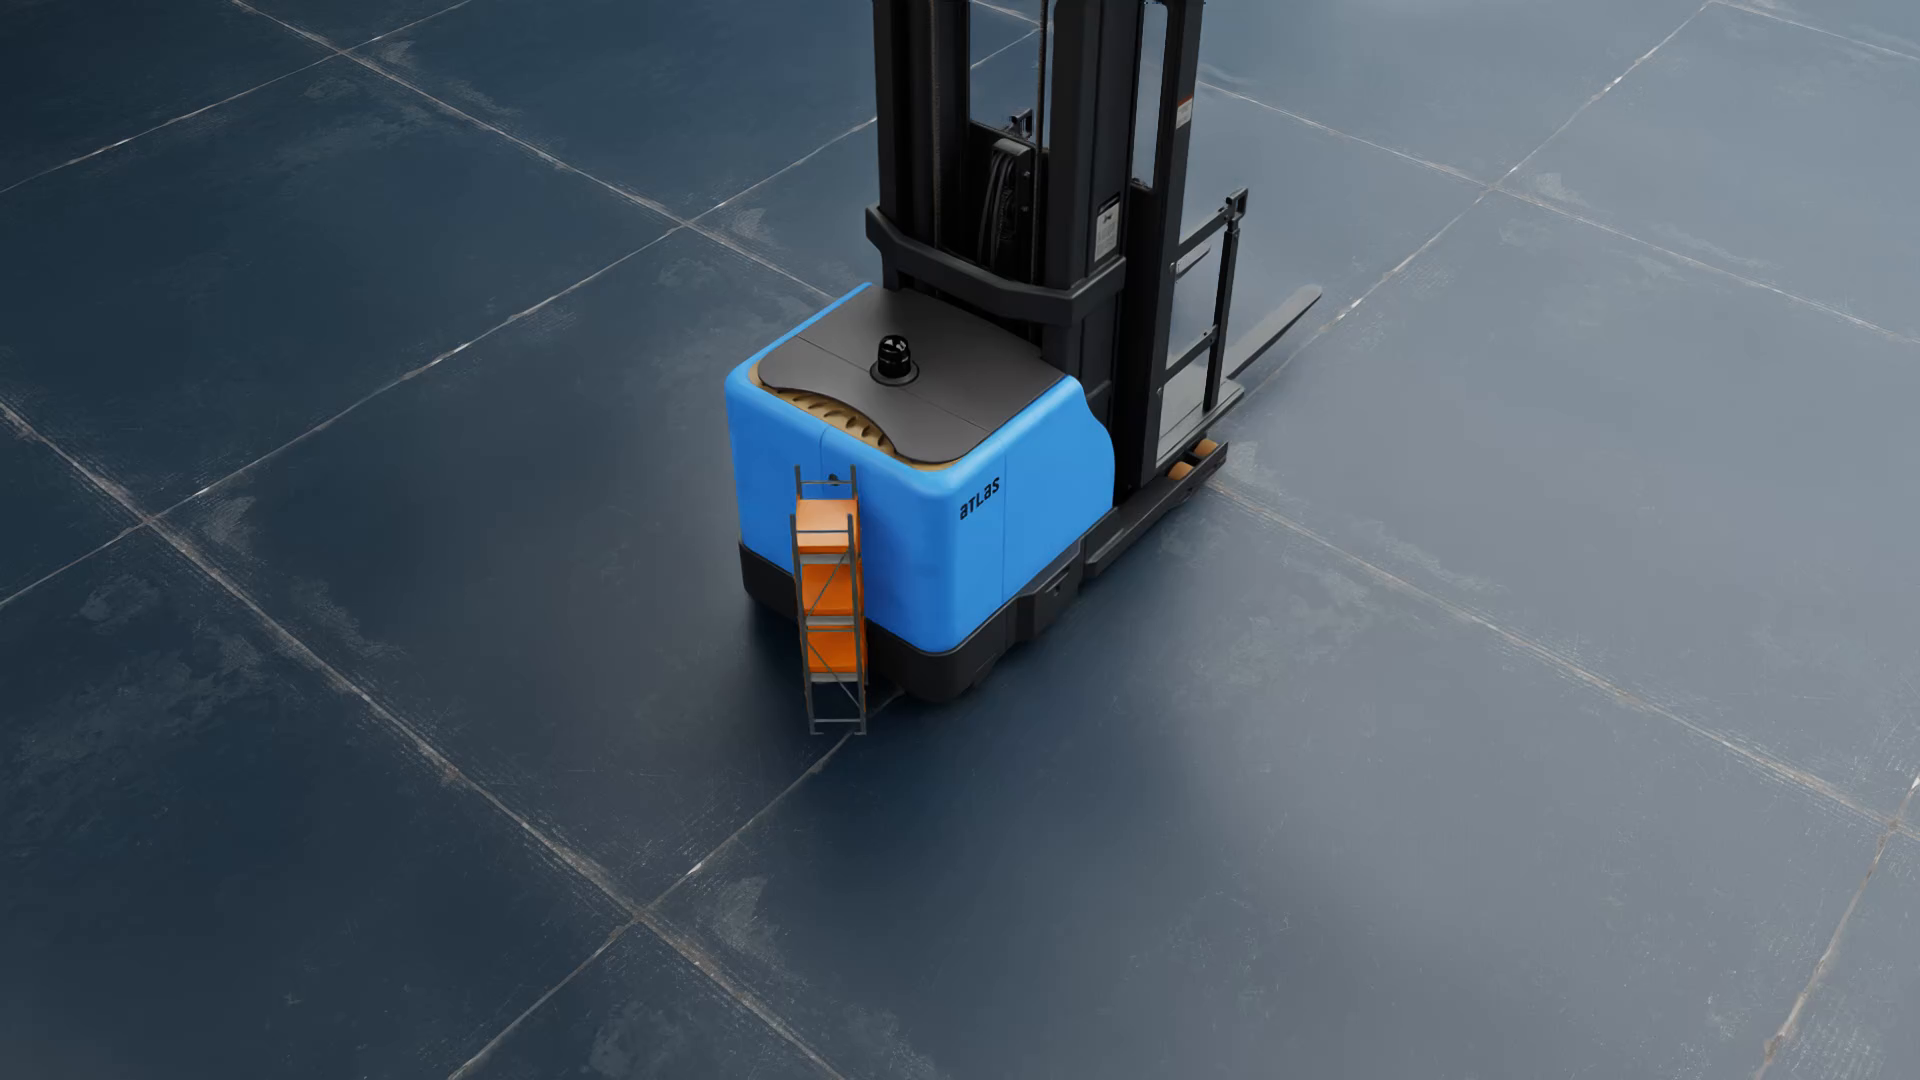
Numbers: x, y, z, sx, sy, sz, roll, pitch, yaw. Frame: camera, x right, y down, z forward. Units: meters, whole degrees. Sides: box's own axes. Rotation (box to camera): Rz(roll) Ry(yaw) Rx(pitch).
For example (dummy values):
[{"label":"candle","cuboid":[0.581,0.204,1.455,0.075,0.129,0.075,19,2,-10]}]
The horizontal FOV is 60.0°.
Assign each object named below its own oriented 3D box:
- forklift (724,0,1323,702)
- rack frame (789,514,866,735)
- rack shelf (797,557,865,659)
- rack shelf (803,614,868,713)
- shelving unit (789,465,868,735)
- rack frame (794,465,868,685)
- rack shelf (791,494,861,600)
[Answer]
[{"label":"forklift","cuboid":[0.474,-1.433,6.147,1.130,2.935,3.031,28,49,28]},{"label":"rack frame","cuboid":[-0.440,0.309,5.629,0.200,1.050,0.008,0,42,0]},{"label":"rack shelf","cuboid":[-0.440,0.235,5.726,0.215,0.259,0.240,0,42,0]},{"label":"rack shelf","cuboid":[-0.440,0.441,5.913,0.215,0.259,0.240,0,42,0]},{"label":"shelving unit","cuboid":[-0.441,0.227,5.719,0.215,1.050,0.252,0,42,0]},{"label":"rack frame","cuboid":[-0.441,0.145,5.810,0.200,1.050,0.008,0,42,0]},{"label":"rack shelf","cuboid":[-0.441,0.024,5.536,0.215,0.259,0.240,0,42,0]}]
